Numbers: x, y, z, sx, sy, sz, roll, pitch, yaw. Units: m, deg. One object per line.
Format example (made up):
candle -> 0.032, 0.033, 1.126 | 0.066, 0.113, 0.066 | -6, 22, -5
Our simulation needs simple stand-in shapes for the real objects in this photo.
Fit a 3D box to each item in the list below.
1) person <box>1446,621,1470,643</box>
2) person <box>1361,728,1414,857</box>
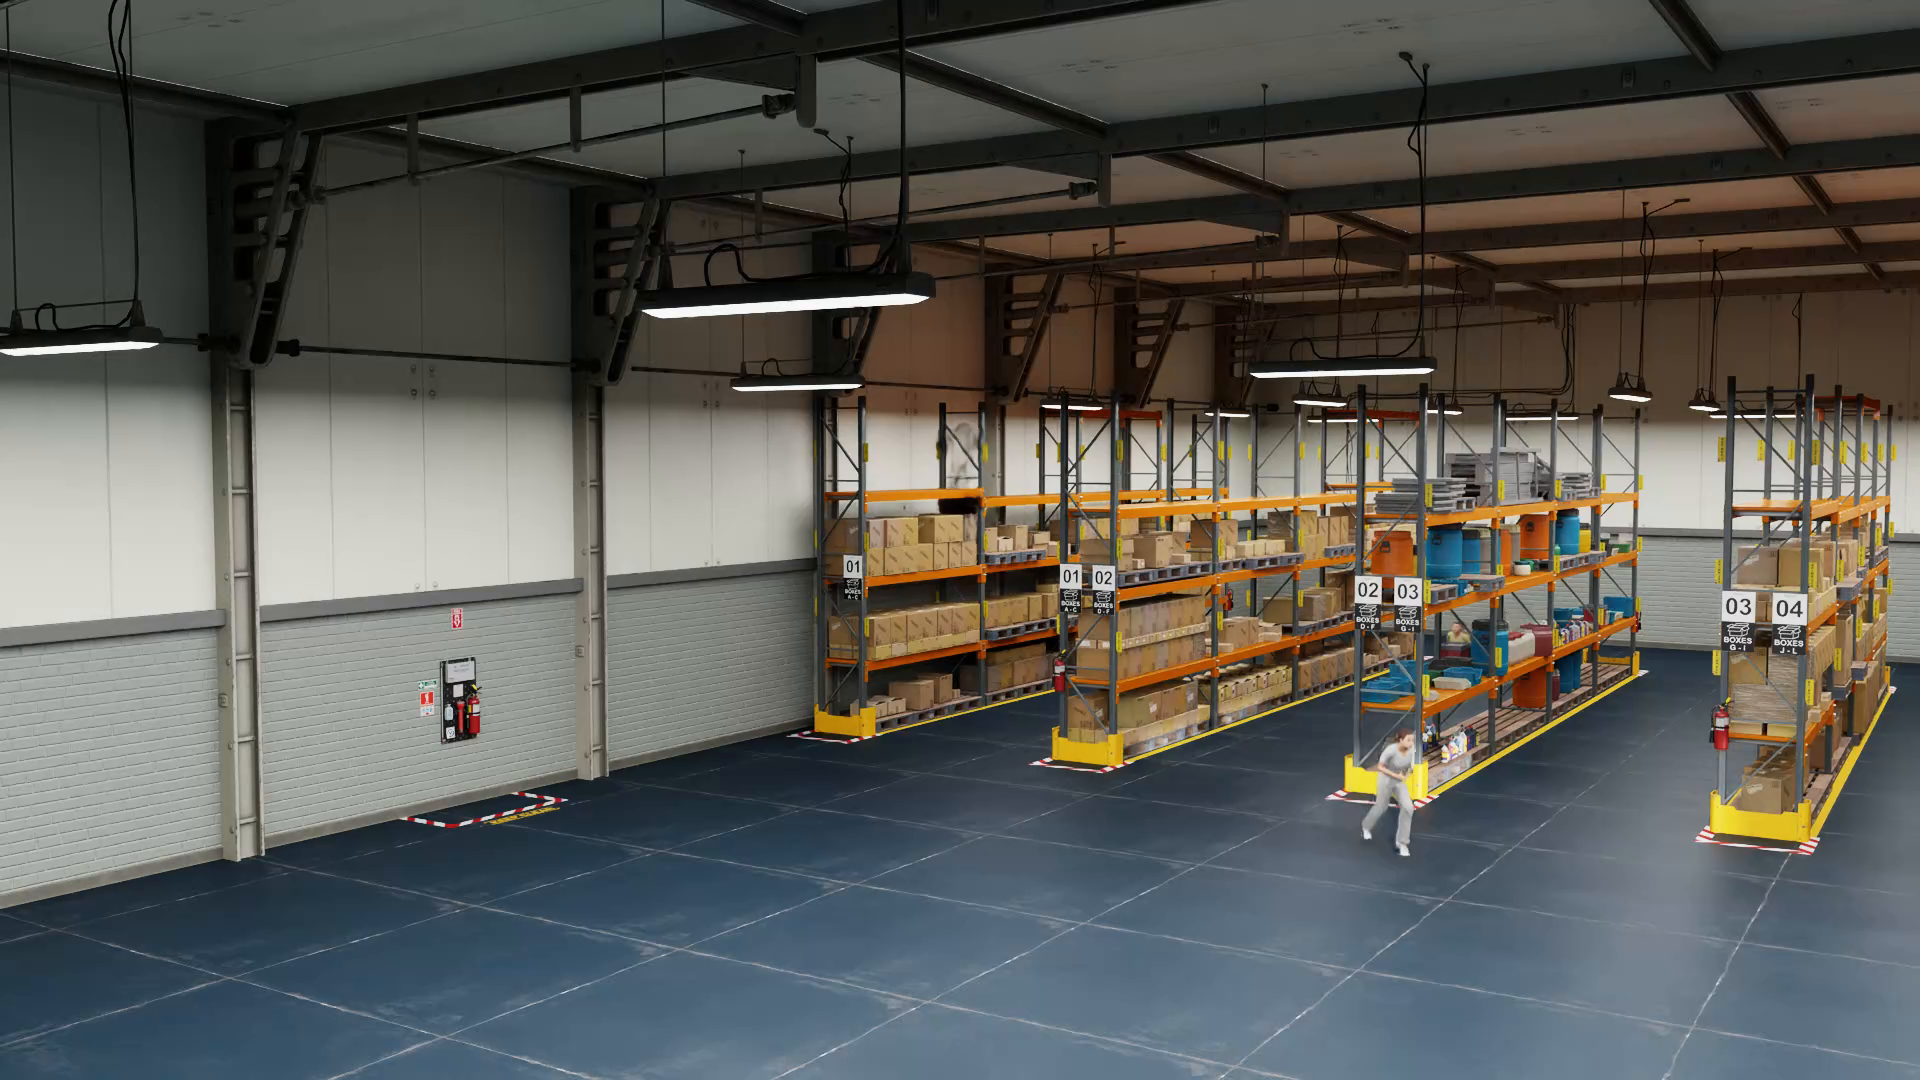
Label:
person -> 10.038, 2.419, 33.558 | 0.542, 1.593, 0.684 | 2, 4, 31
person -> 5.411, 3.128, 21.023 | 0.606, 1.626, 0.958 | -1, 3, -25
